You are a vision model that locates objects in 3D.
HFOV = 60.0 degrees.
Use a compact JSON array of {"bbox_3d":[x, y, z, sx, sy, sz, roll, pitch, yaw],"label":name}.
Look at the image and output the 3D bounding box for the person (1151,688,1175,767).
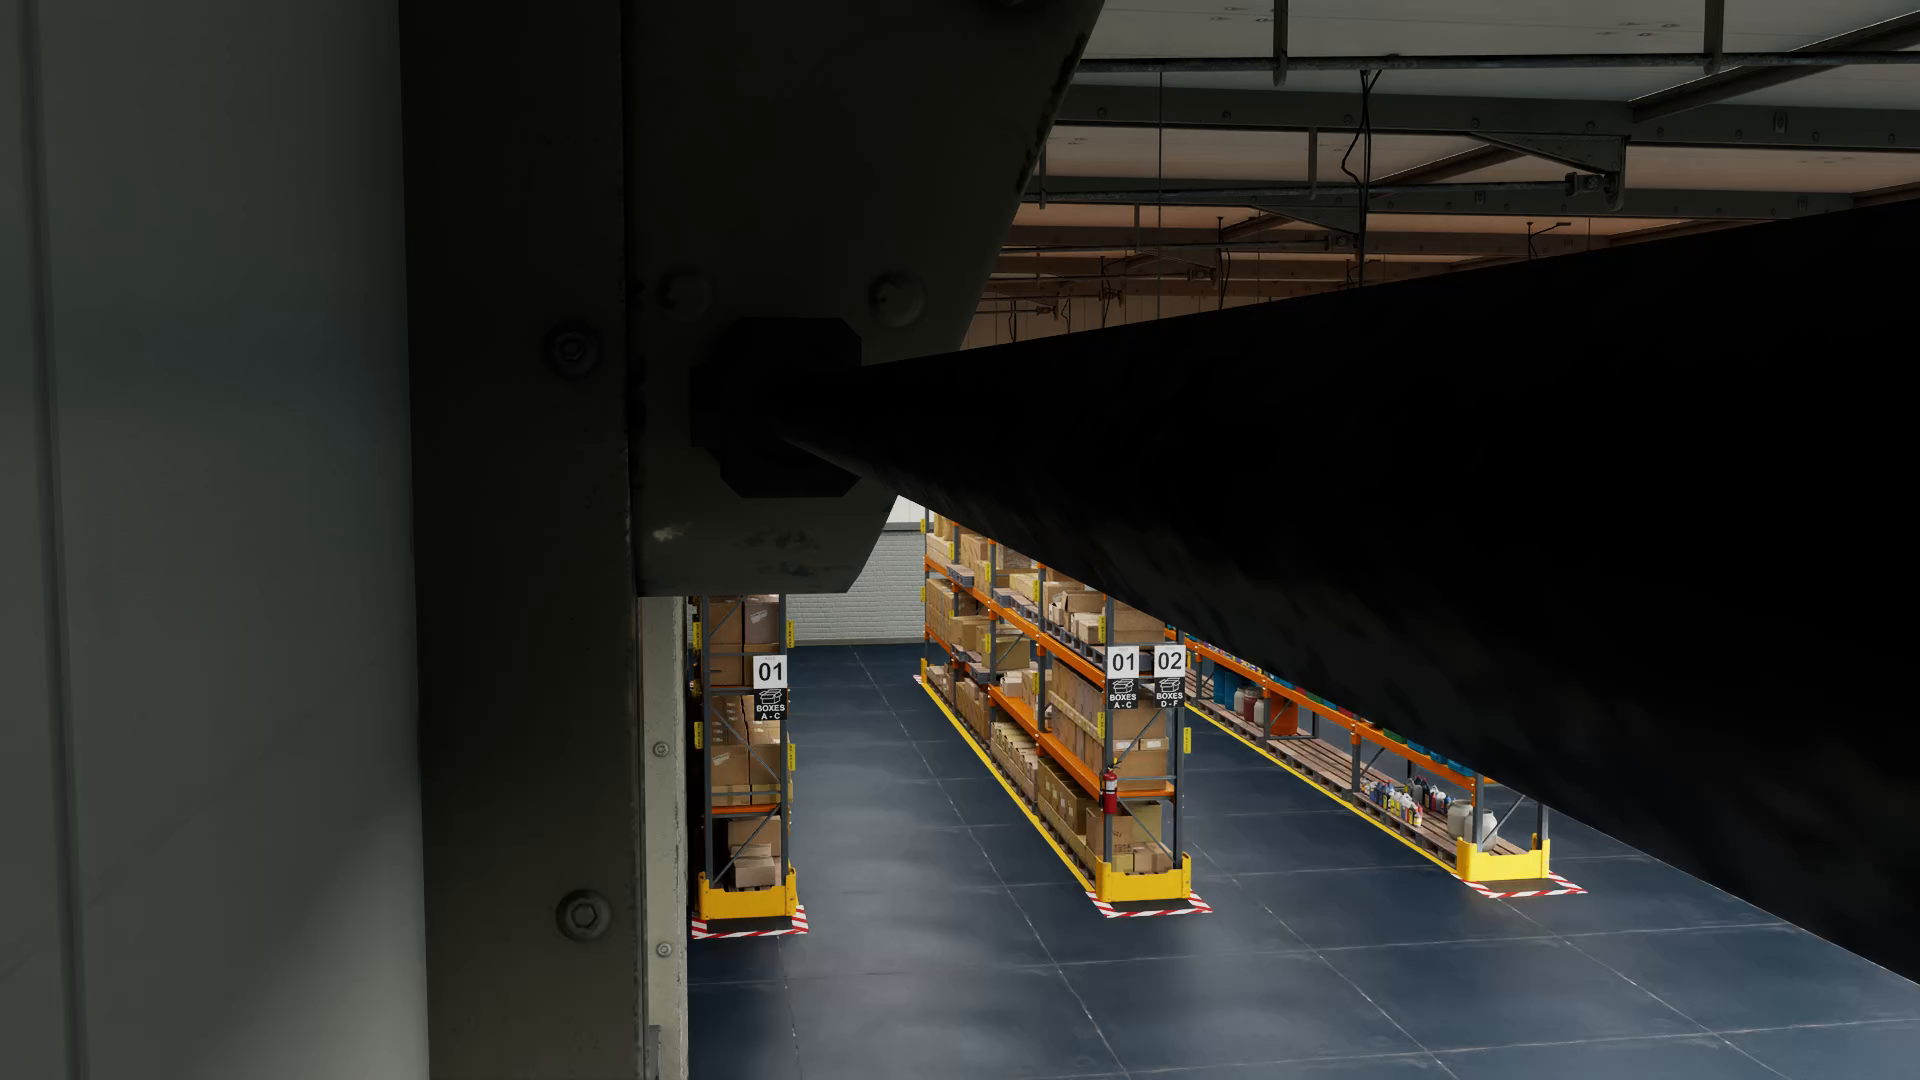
[{"bbox_3d":[3.495,3.008,28.521,0.641,1.666,0.626,-2,5,-22],"label":"person"}]
